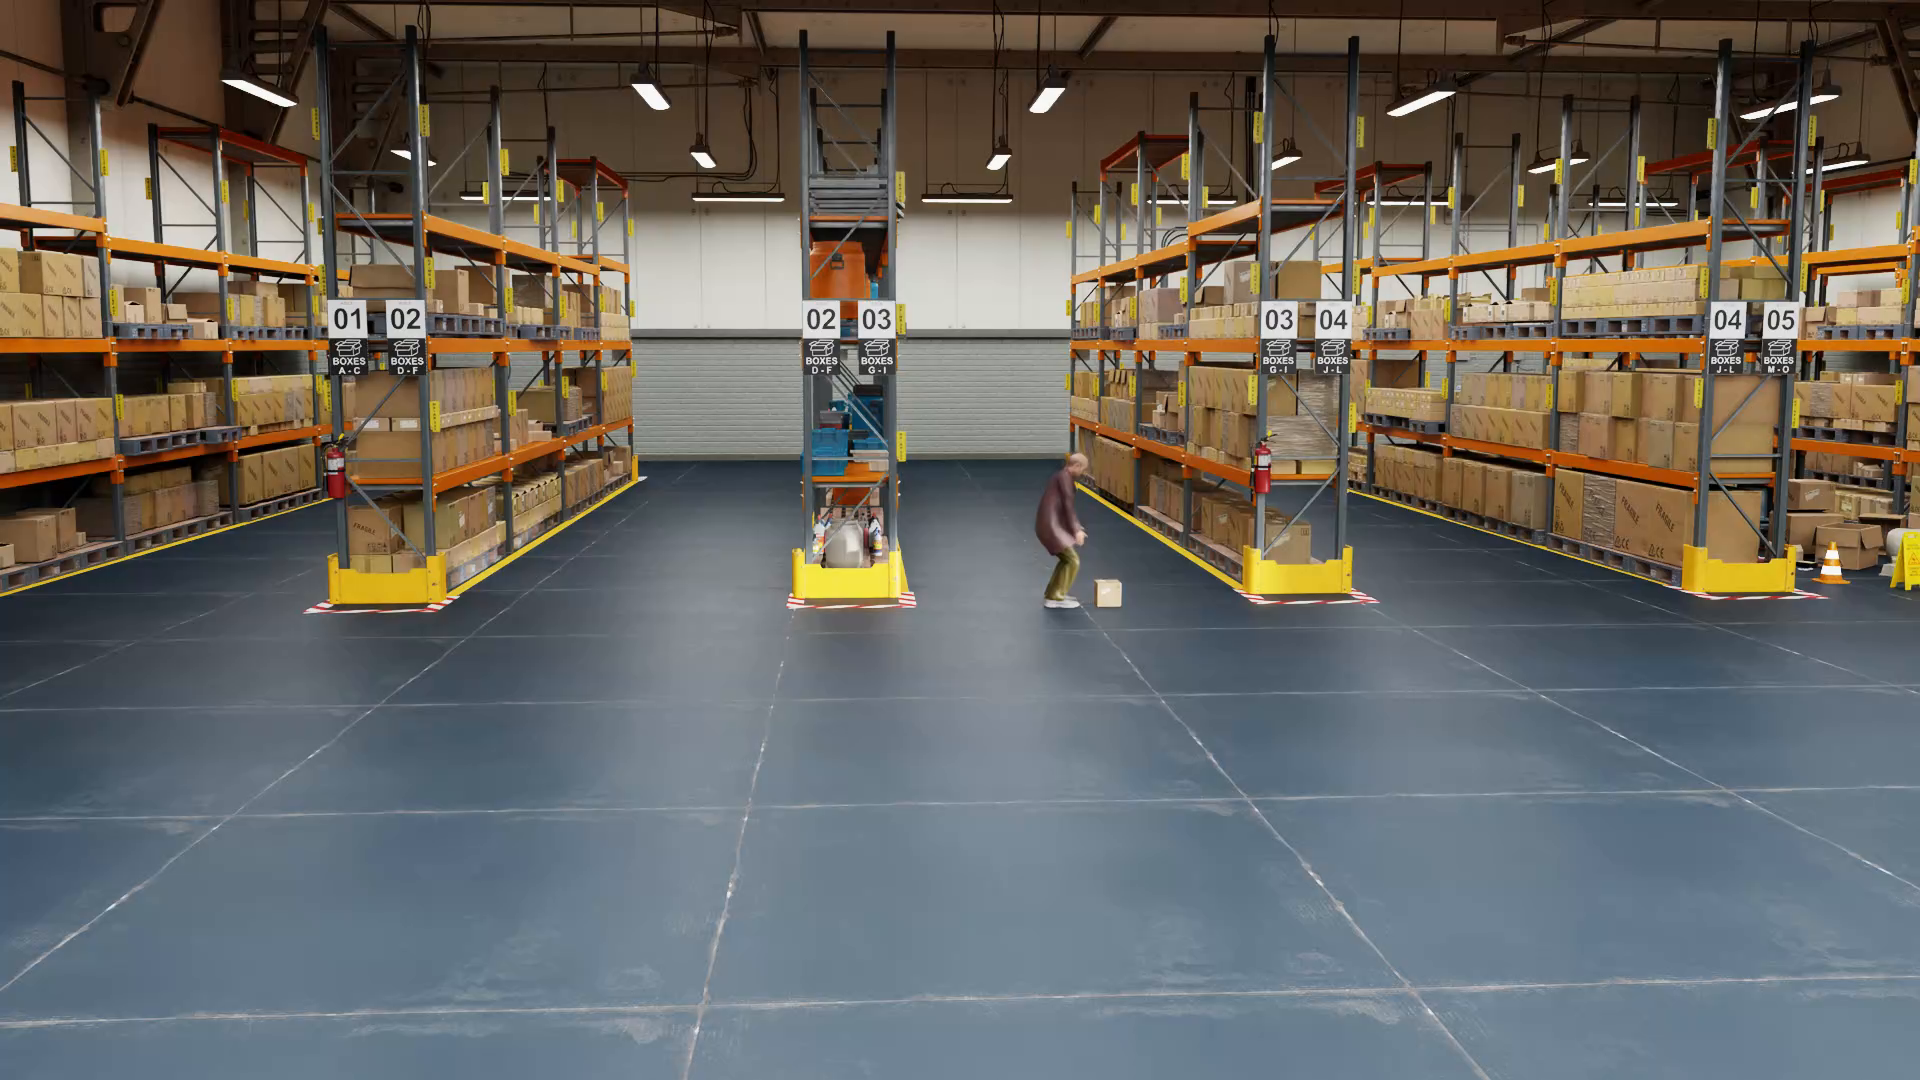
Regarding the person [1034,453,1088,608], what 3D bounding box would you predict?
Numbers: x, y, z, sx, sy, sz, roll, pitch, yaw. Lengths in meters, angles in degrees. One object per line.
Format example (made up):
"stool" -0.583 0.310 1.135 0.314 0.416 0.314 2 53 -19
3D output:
"person" 1.063 -0.110 17.480 0.564 1.611 0.620 0 7 -3
